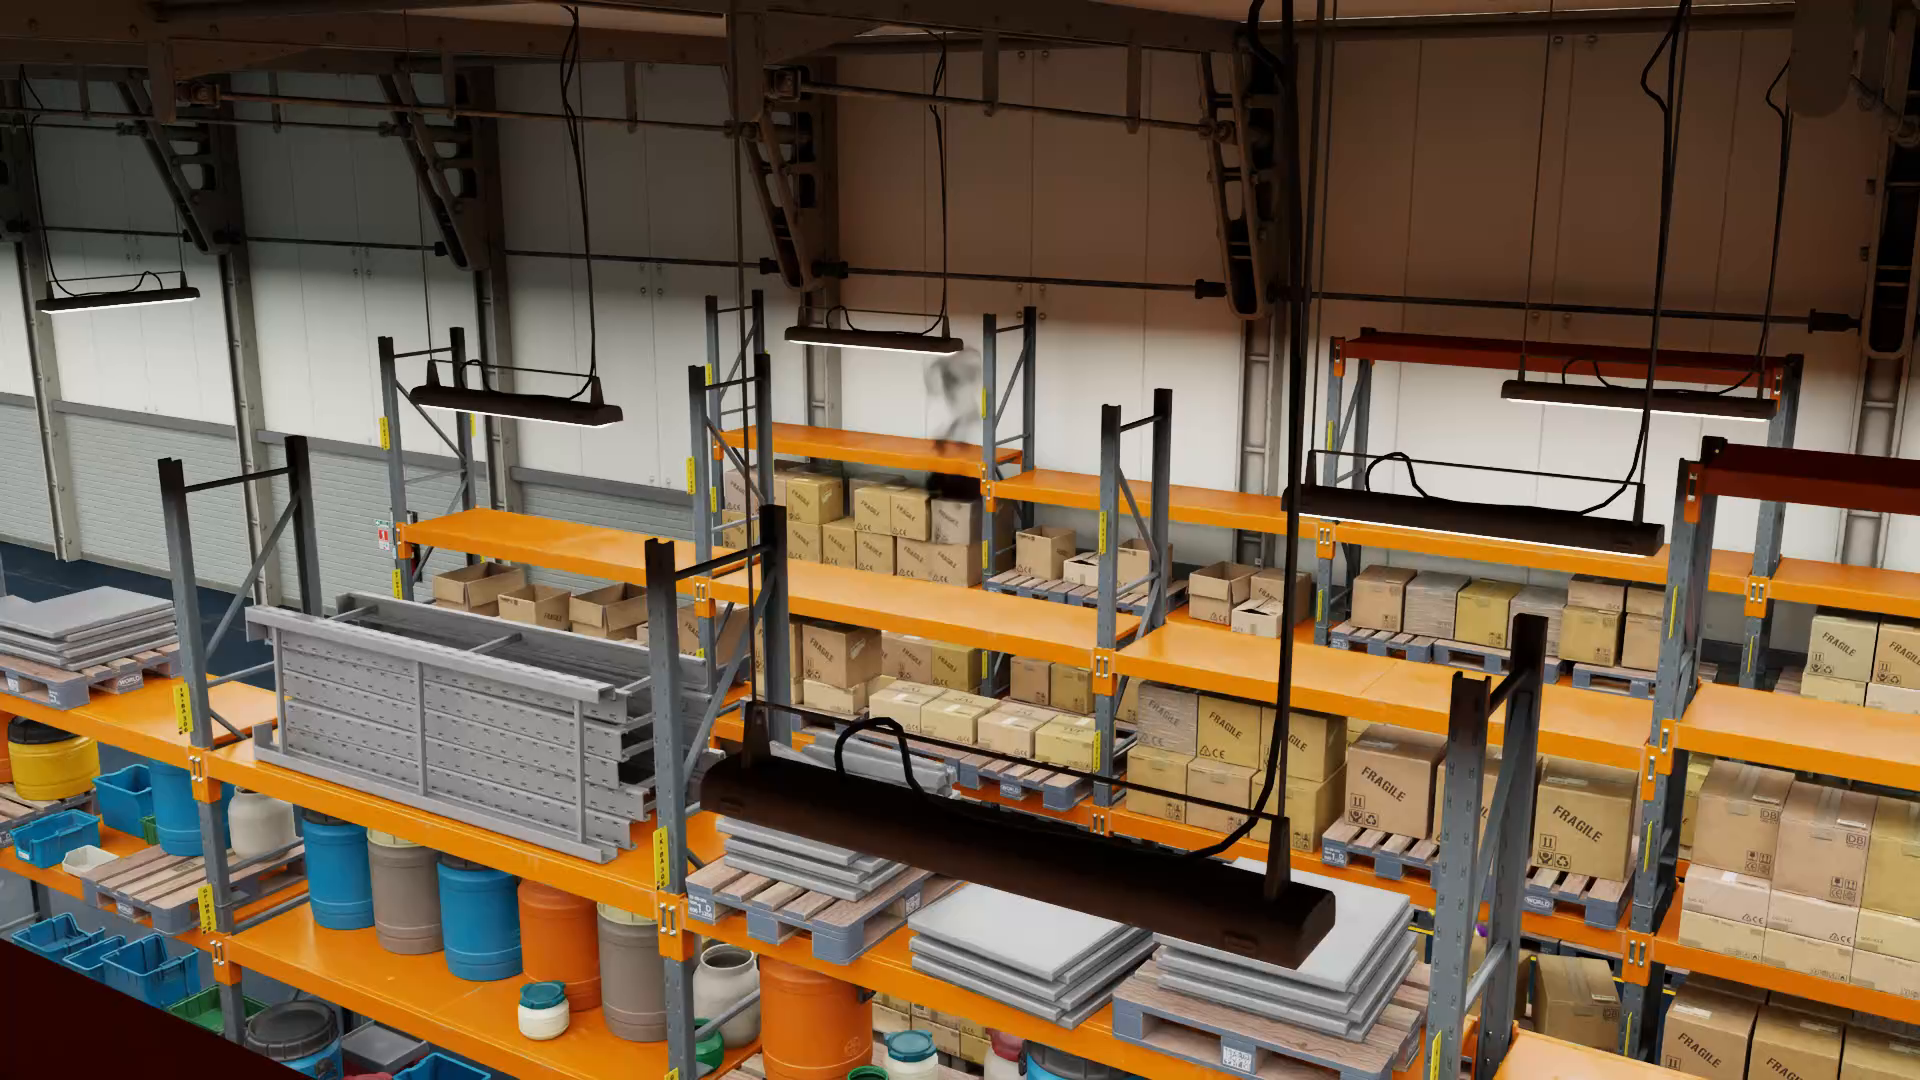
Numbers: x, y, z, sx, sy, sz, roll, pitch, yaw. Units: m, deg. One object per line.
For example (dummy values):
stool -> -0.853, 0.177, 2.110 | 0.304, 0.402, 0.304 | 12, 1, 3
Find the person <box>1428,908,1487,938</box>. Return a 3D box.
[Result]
person -> 4.275, 3.876, 14.113 | 0.735, 1.685, 0.689 | 6, 15, 24
